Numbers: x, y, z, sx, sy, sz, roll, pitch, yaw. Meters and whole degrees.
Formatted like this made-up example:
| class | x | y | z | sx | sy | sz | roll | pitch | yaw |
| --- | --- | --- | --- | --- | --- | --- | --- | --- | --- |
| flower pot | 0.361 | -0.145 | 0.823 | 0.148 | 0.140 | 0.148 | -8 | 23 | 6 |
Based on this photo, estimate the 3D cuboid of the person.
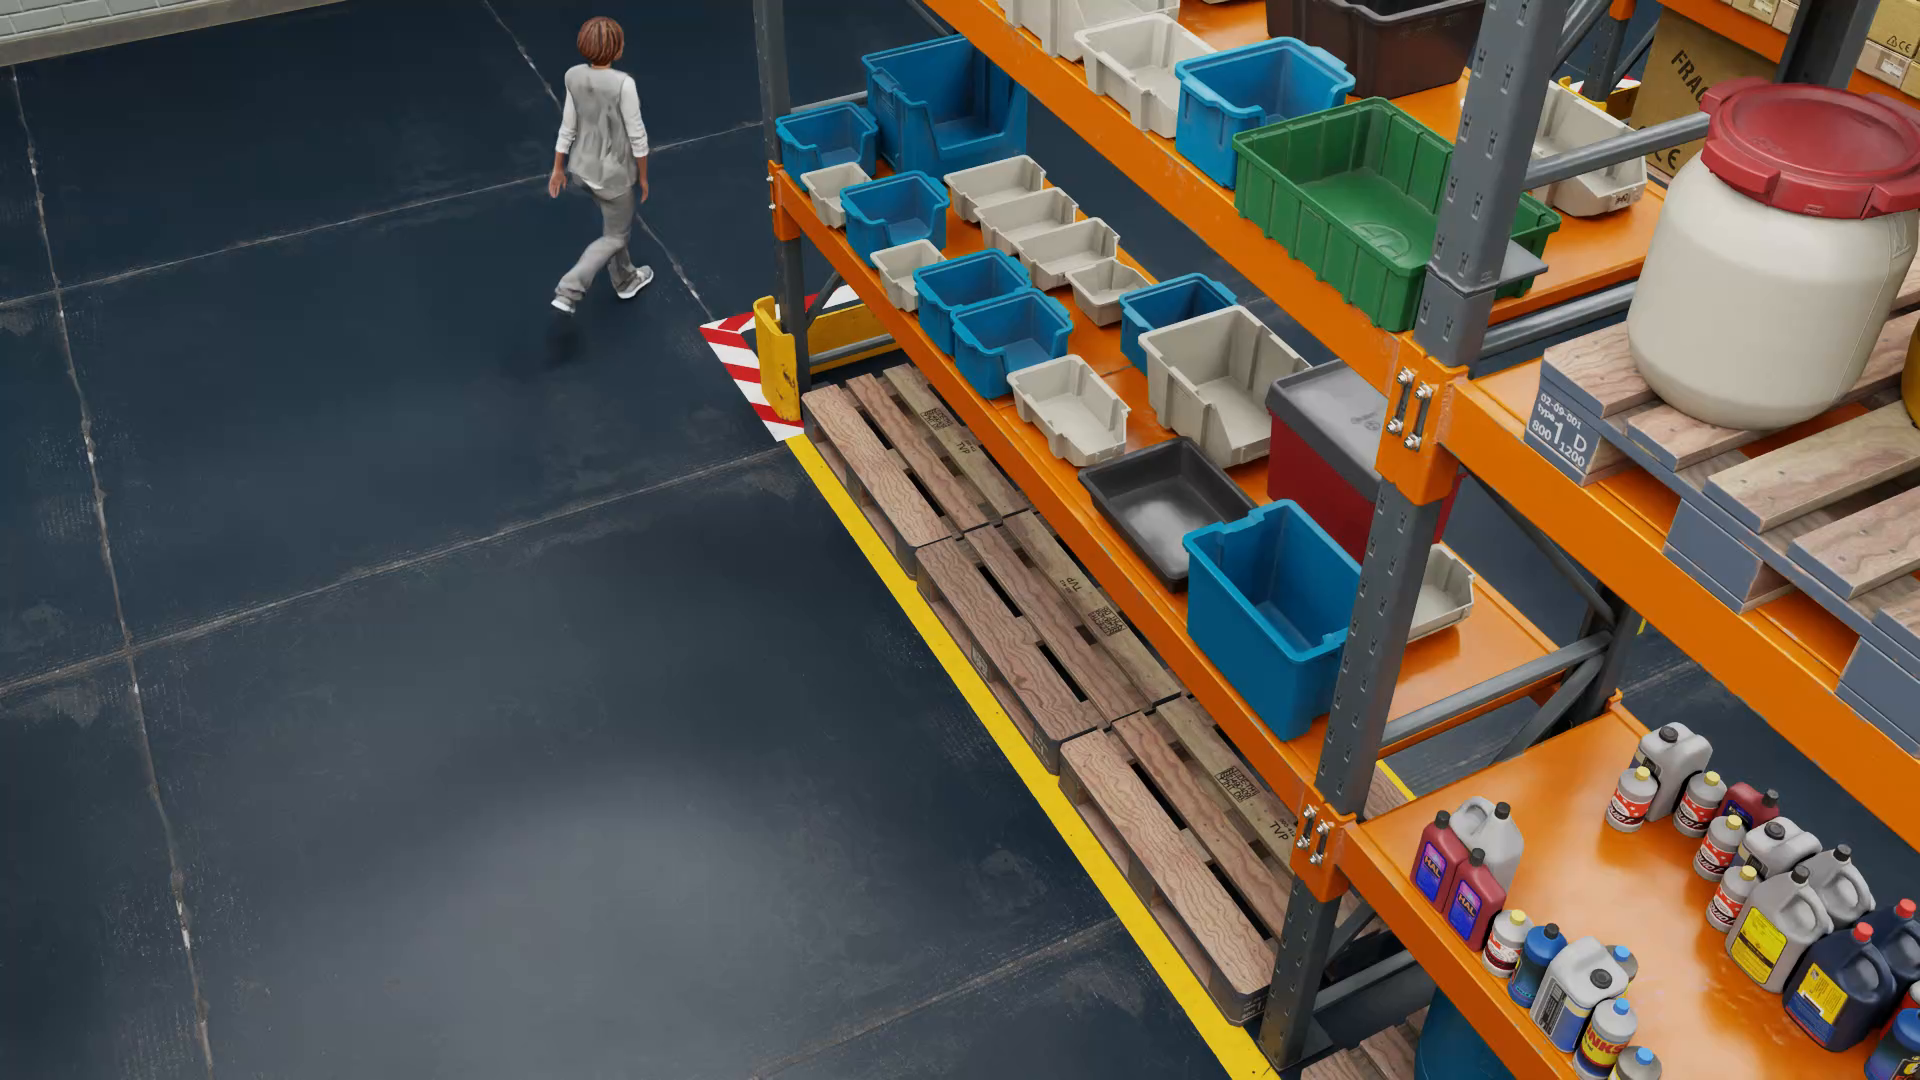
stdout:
| class | x | y | z | sx | sy | sz | roll | pitch | yaw |
| --- | --- | --- | --- | --- | --- | --- | --- | --- | --- |
| person | -1.773 | -1.765 | 8.135 | 0.494 | 1.559 | 0.760 | 19 | 45 | 20 |
